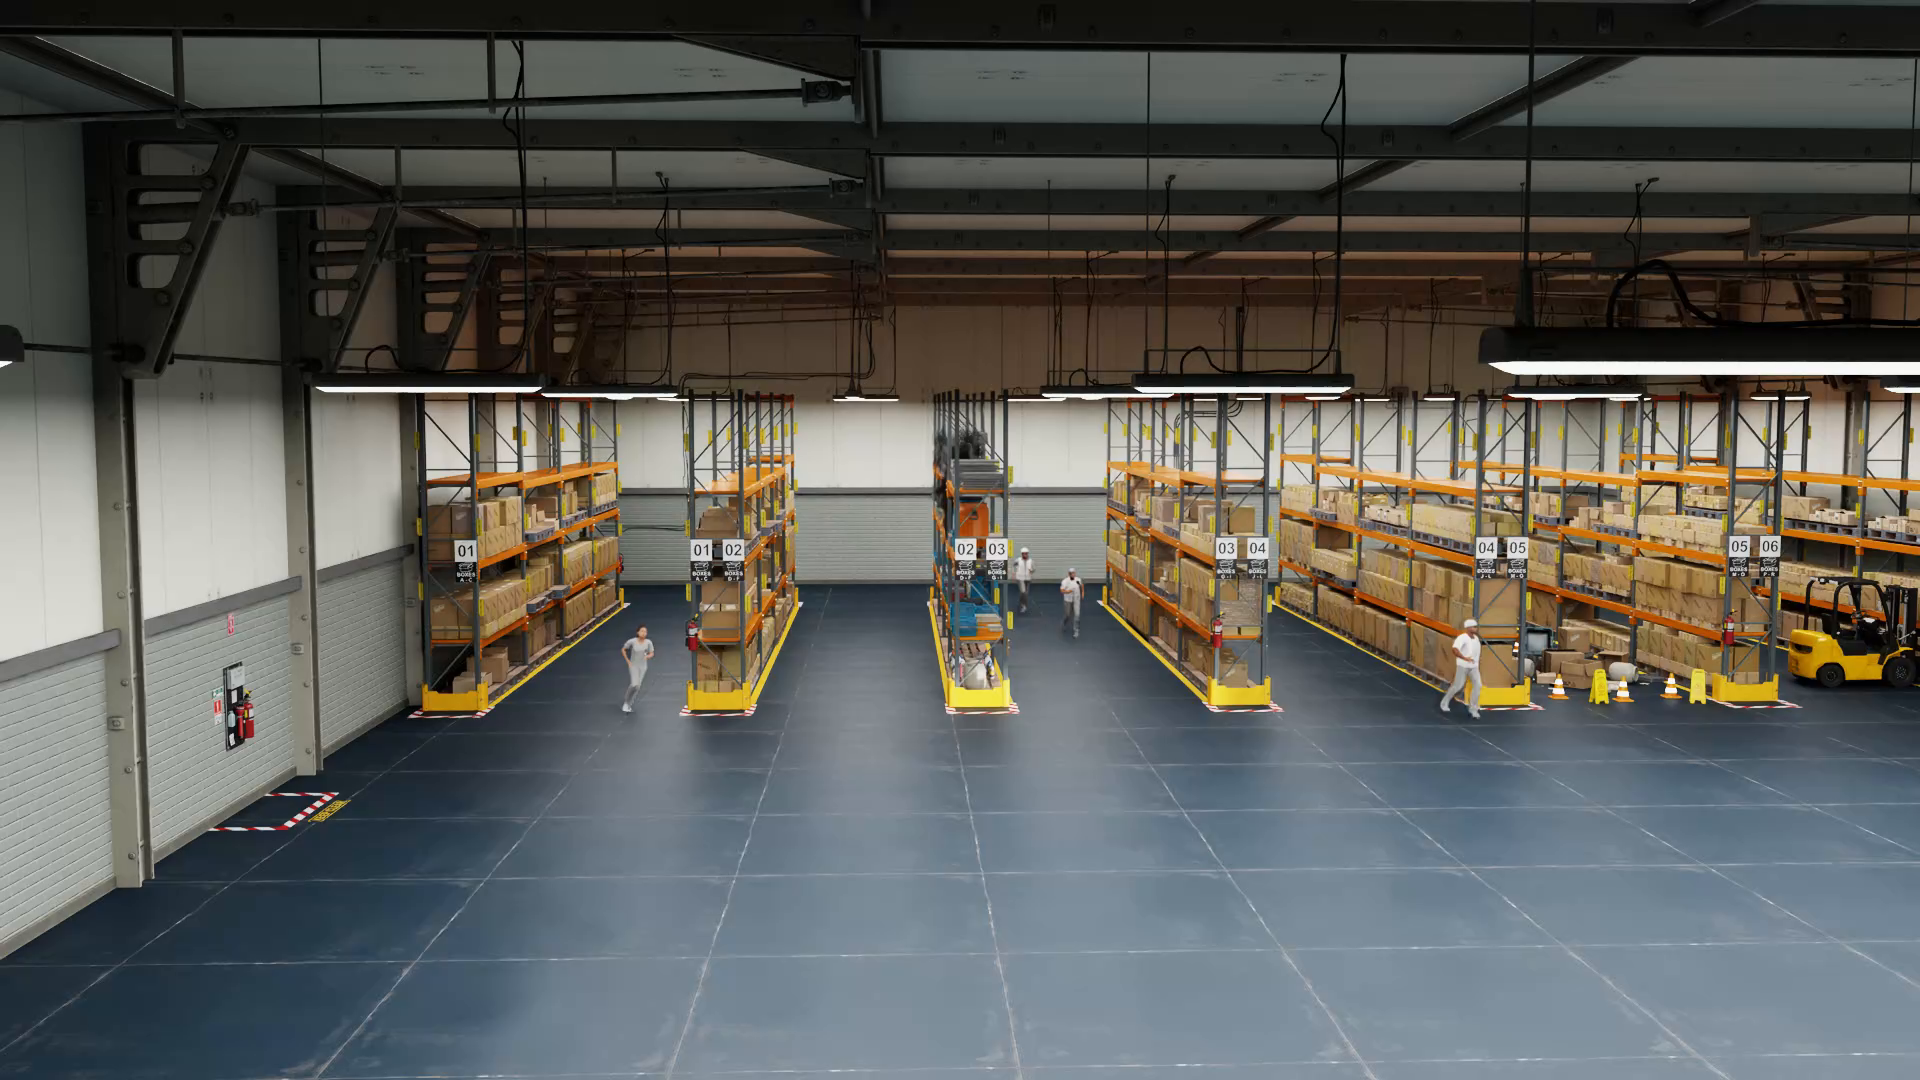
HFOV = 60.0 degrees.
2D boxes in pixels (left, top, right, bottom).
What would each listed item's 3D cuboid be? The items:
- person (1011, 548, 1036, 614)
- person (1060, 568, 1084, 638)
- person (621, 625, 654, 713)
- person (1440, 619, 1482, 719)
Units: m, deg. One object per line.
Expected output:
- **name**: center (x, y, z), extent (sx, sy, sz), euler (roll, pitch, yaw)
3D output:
- **person**: center (1.764, 1.116, 45.733), extent (0.623, 1.825, 0.832), euler (-1, 5, -16)
- **person**: center (2.773, 1.541, 41.202), extent (0.612, 1.709, 0.896), euler (0, 5, -5)
- **person**: center (-6.002, 2.386, 30.969), extent (0.600, 1.617, 0.625), euler (-3, 5, -29)
- **person**: center (9.372, 2.354, 30.652), extent (0.758, 1.785, 0.827), euler (-3, 5, -32)
